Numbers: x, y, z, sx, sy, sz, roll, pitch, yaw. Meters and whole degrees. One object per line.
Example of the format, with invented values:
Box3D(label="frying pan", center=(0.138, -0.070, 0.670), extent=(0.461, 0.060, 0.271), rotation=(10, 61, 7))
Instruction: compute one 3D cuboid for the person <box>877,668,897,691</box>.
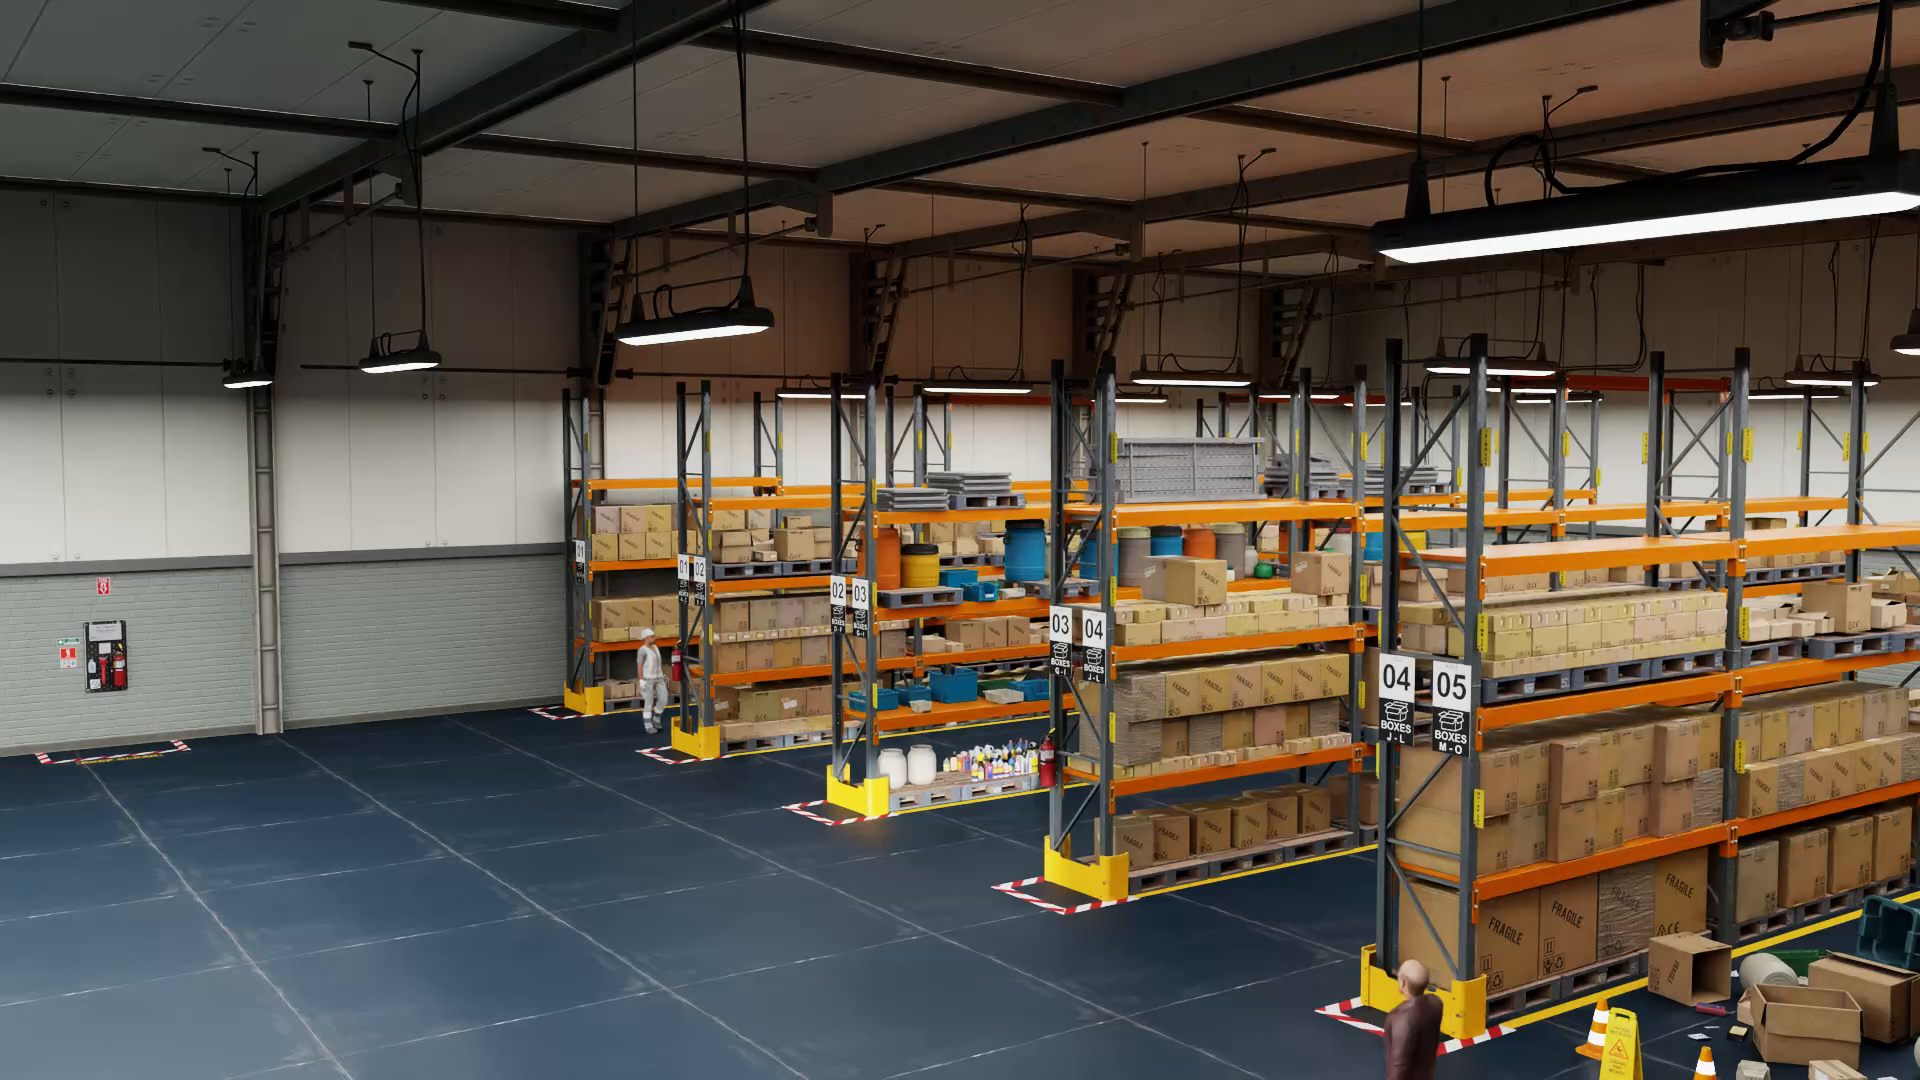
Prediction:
Box3D(label="person", center=(-1.425, 2.400, 31.130), extent=(0.577, 1.570, 0.567), rotation=(-1, 4, -10))

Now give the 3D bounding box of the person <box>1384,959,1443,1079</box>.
Box3D(label="person", center=(2.910, 3.572, 10.730), extent=(0.501, 1.779, 0.683), rotation=(2, 4, 24))

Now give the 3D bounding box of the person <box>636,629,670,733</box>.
Box3D(label="person", center=(-5.329, 2.428, 28.818), extent=(0.500, 1.793, 0.626), rotation=(3, 5, 40))
